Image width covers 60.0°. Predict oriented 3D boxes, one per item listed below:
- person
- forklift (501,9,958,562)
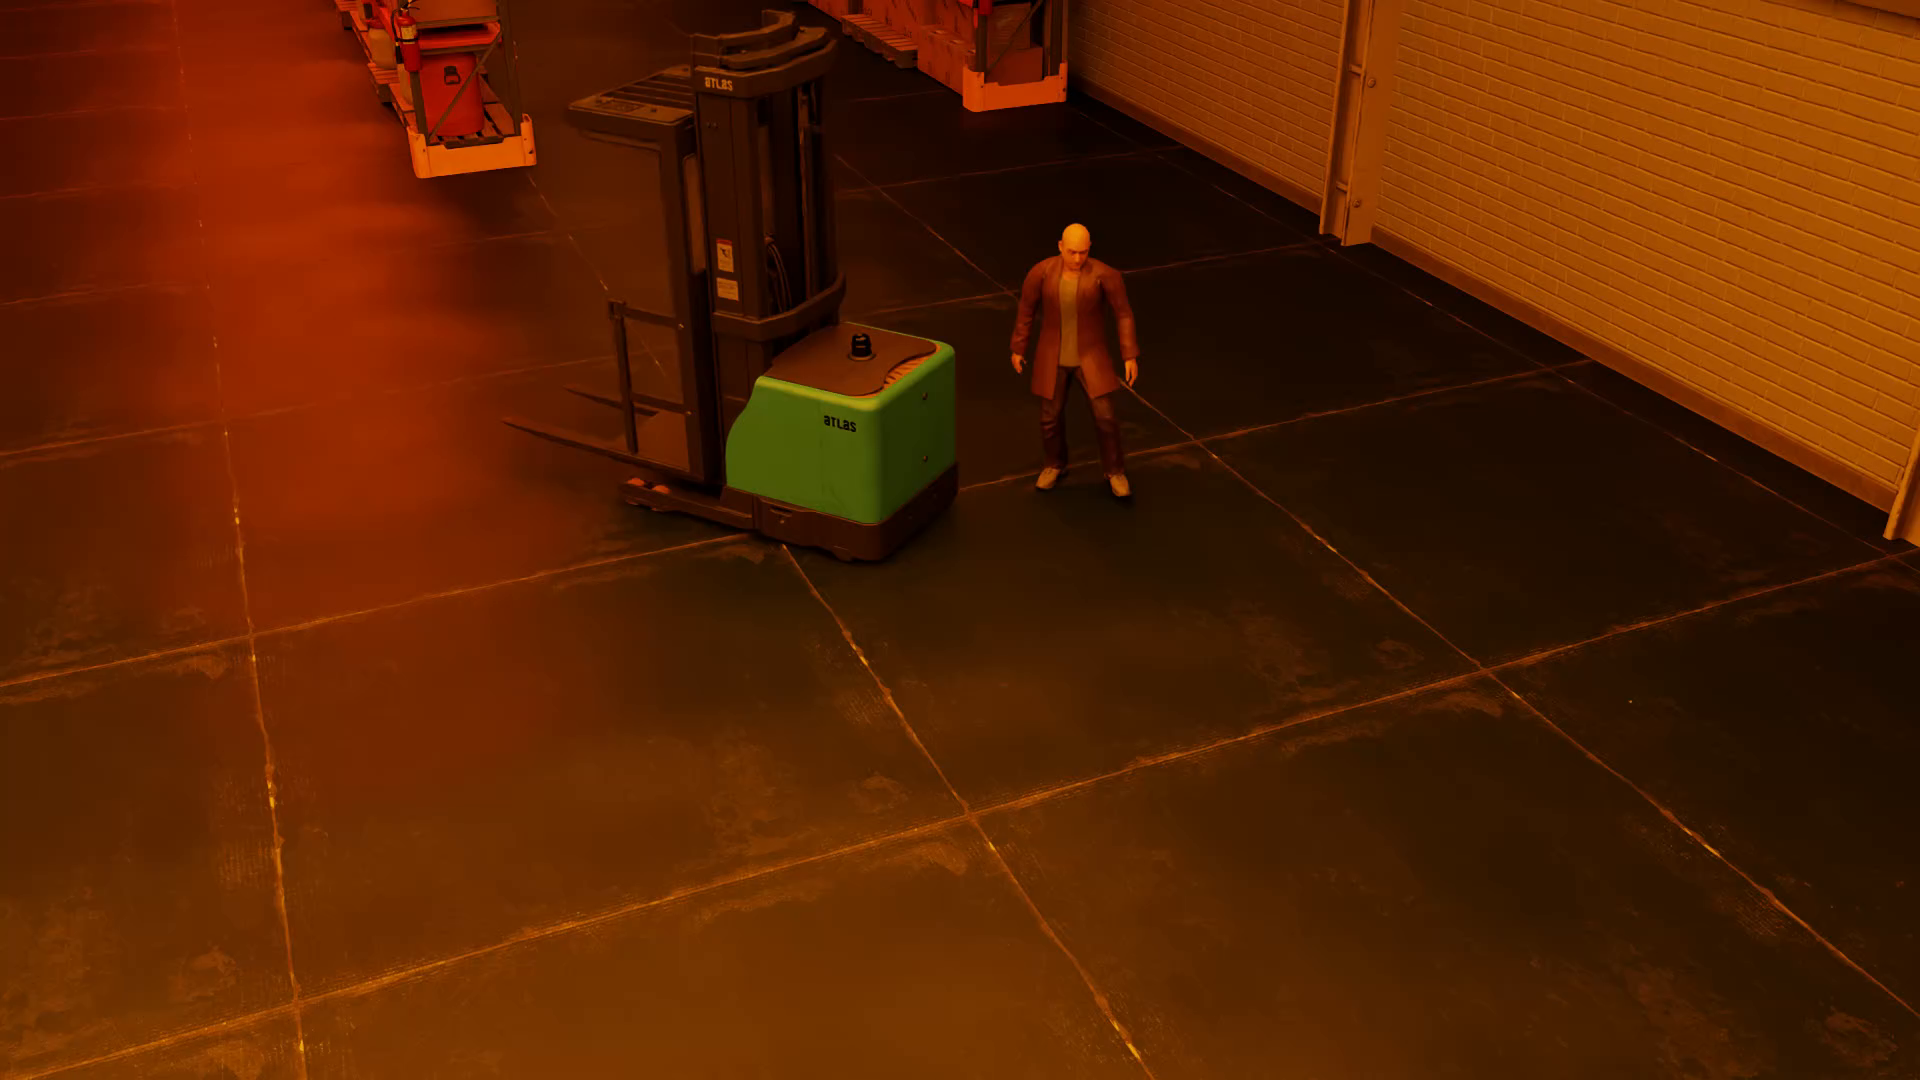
[{"bbox_3d":[0.701,-1.119,10.268,0.832,1.752,0.440,6,30,10],"label":"person"},{"bbox_3d":[-1.555,-1.659,10.021,3.031,2.935,1.130,15,33,25],"label":"forklift"}]
